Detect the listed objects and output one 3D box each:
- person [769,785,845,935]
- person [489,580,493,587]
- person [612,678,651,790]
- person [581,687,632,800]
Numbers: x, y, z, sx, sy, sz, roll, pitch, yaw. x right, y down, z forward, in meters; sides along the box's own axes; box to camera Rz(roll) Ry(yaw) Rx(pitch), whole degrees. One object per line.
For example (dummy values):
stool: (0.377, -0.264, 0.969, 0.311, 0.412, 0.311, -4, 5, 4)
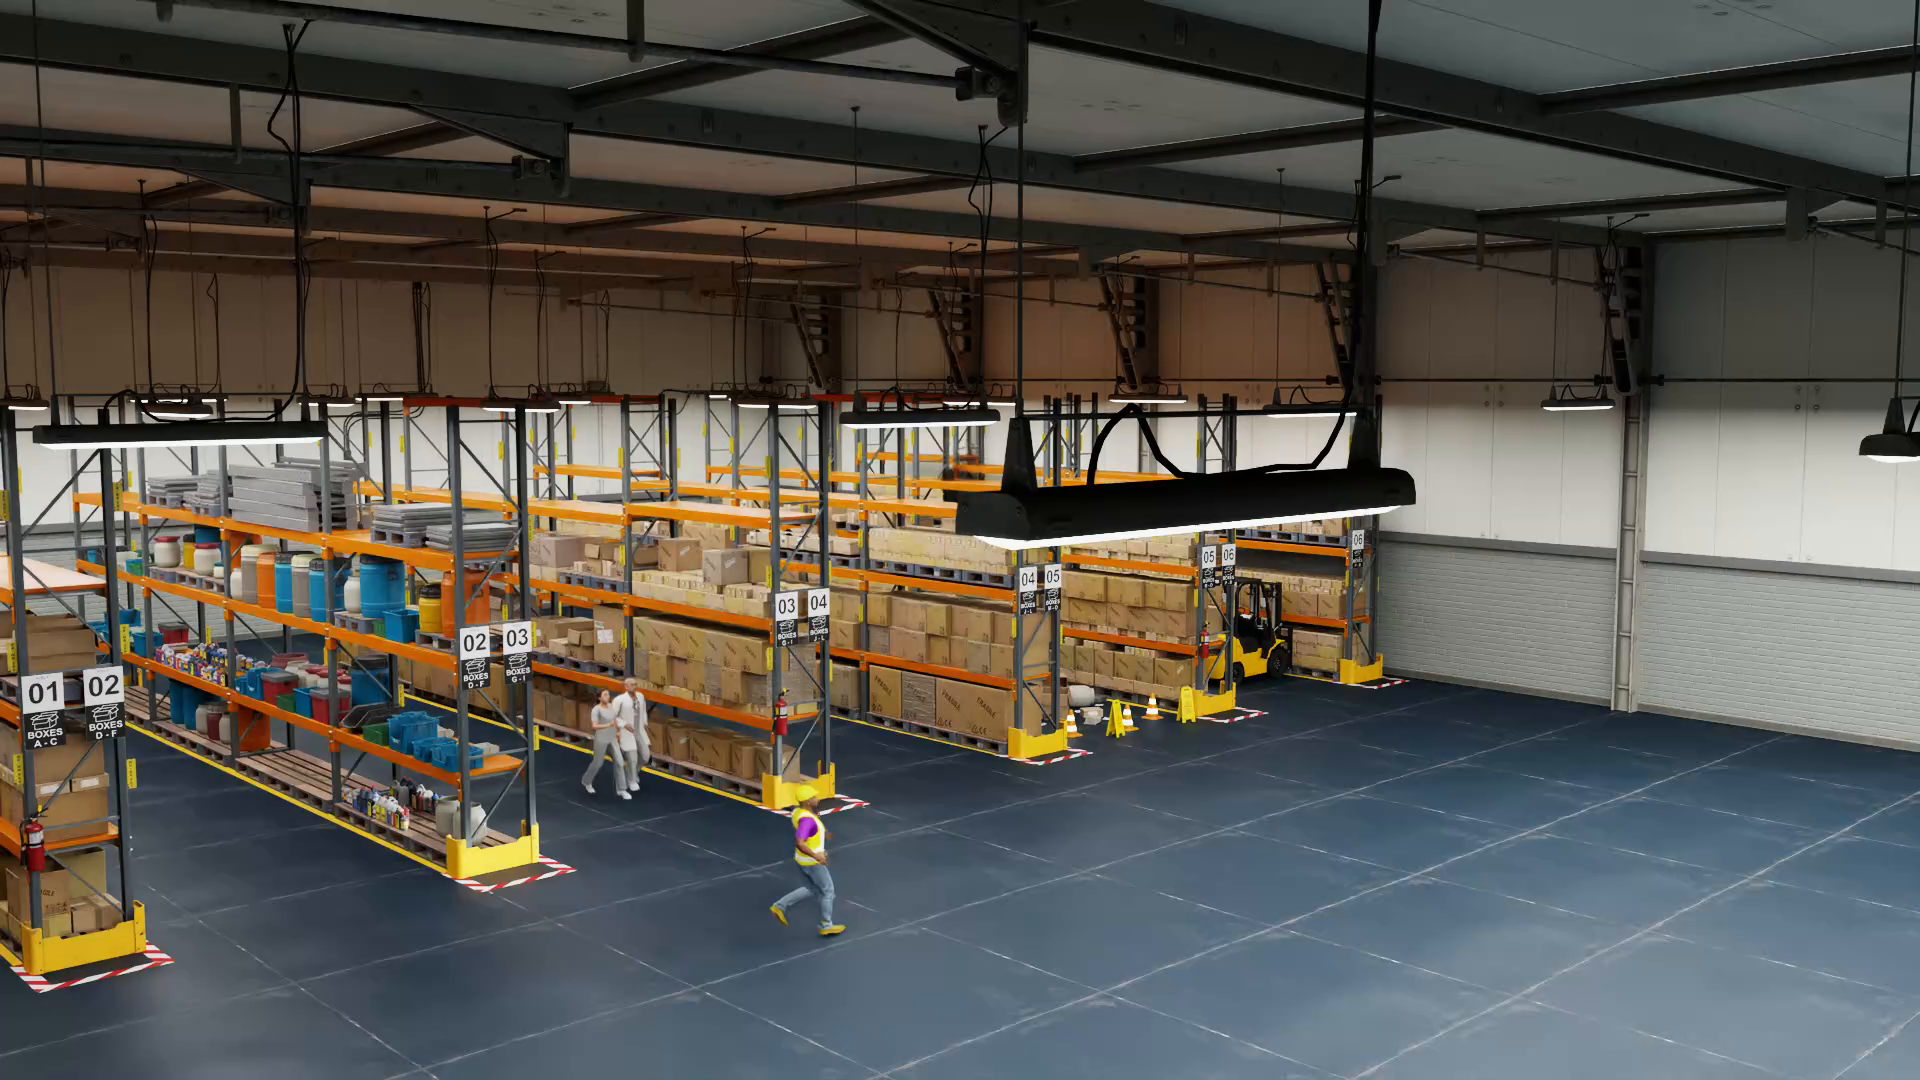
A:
person: (-1.730, 3.641, 18.892, 0.856, 1.740, 0.714, -2, 6, -18)
person: (-11.250, 1.733, 39.275, 0.771, 1.598, 0.824, 1, 6, 8)
person: (-5.062, 2.988, 25.632, 0.716, 1.741, 0.630, -5, 7, -42)
person: (-5.351, 3.063, 25.098, 0.956, 1.632, 0.562, 4, 7, 38)
